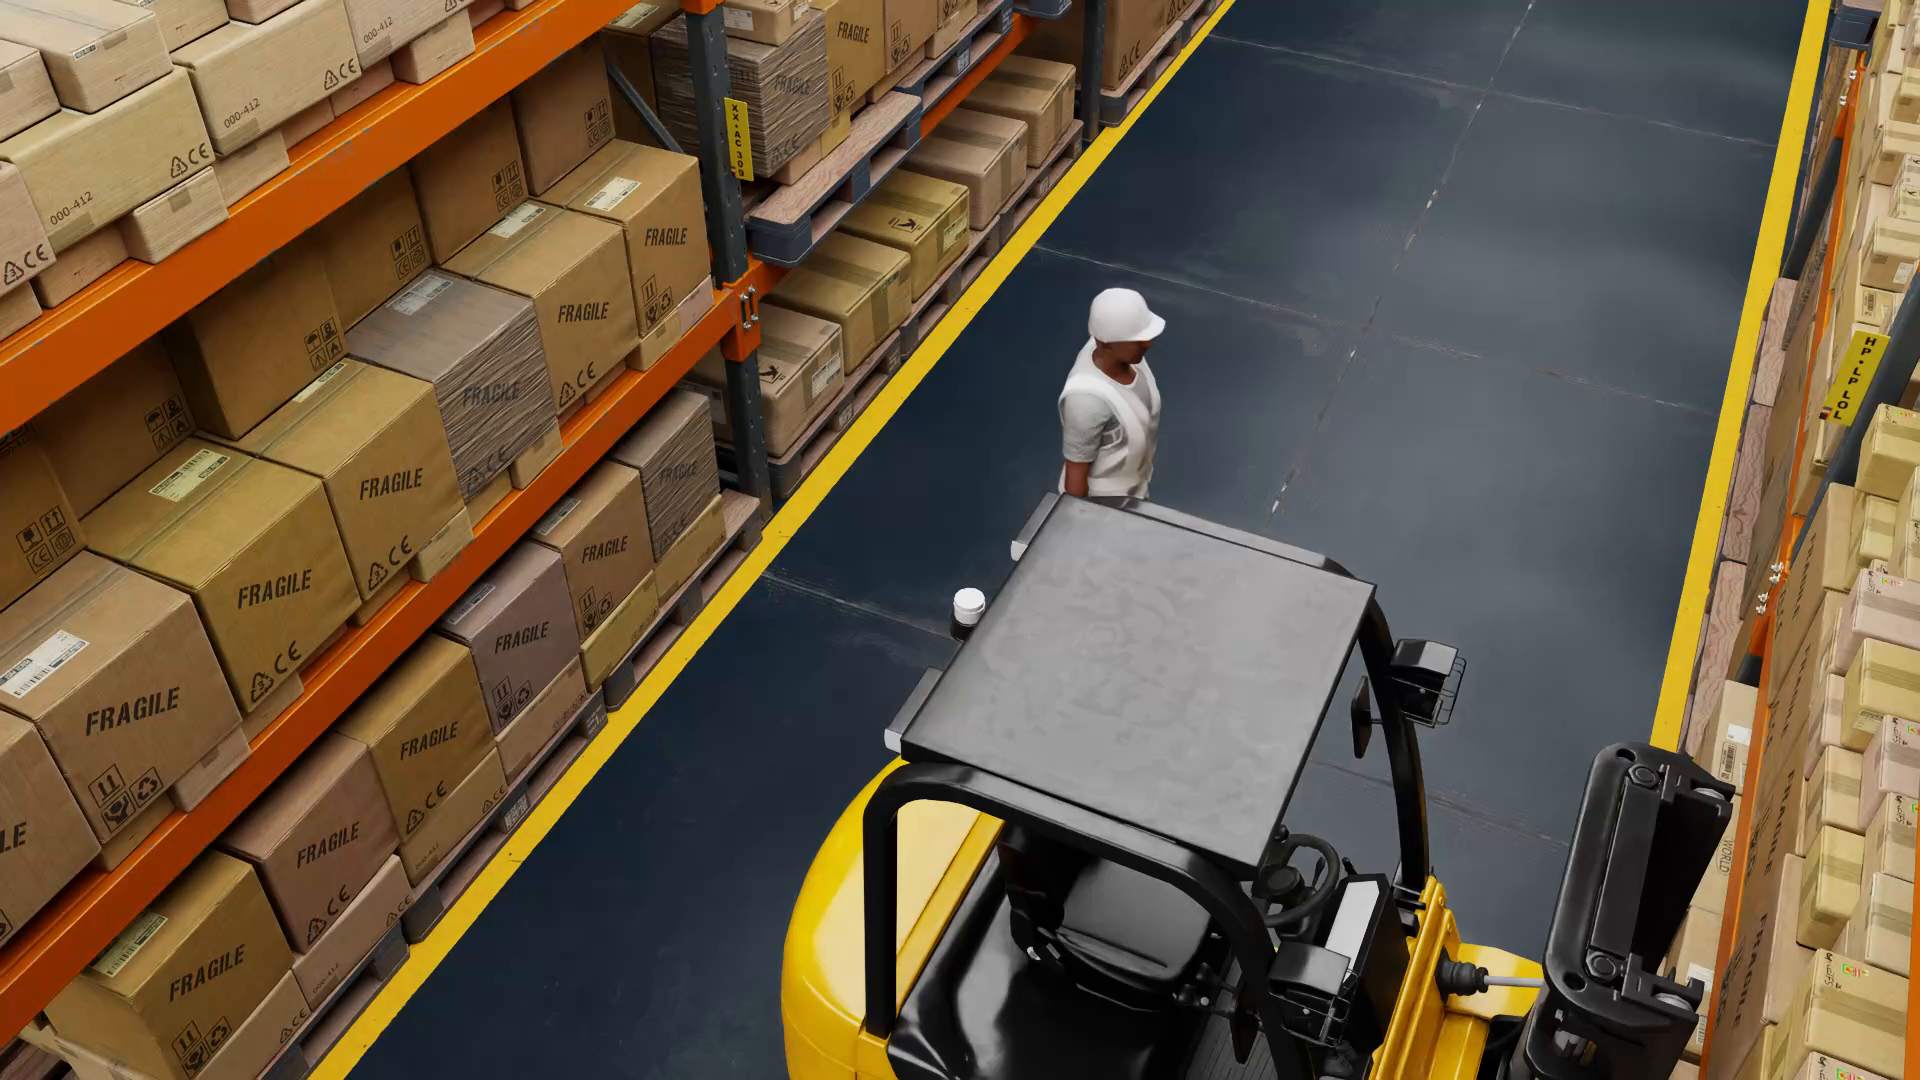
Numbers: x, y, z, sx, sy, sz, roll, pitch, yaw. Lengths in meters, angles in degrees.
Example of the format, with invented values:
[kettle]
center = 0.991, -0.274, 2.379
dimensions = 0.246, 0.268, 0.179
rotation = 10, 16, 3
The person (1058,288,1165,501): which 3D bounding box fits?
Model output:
[person]
center = 0.620, -0.187, 6.350
dimensions = 0.555, 1.789, 0.581
rotation = 13, 43, 15
